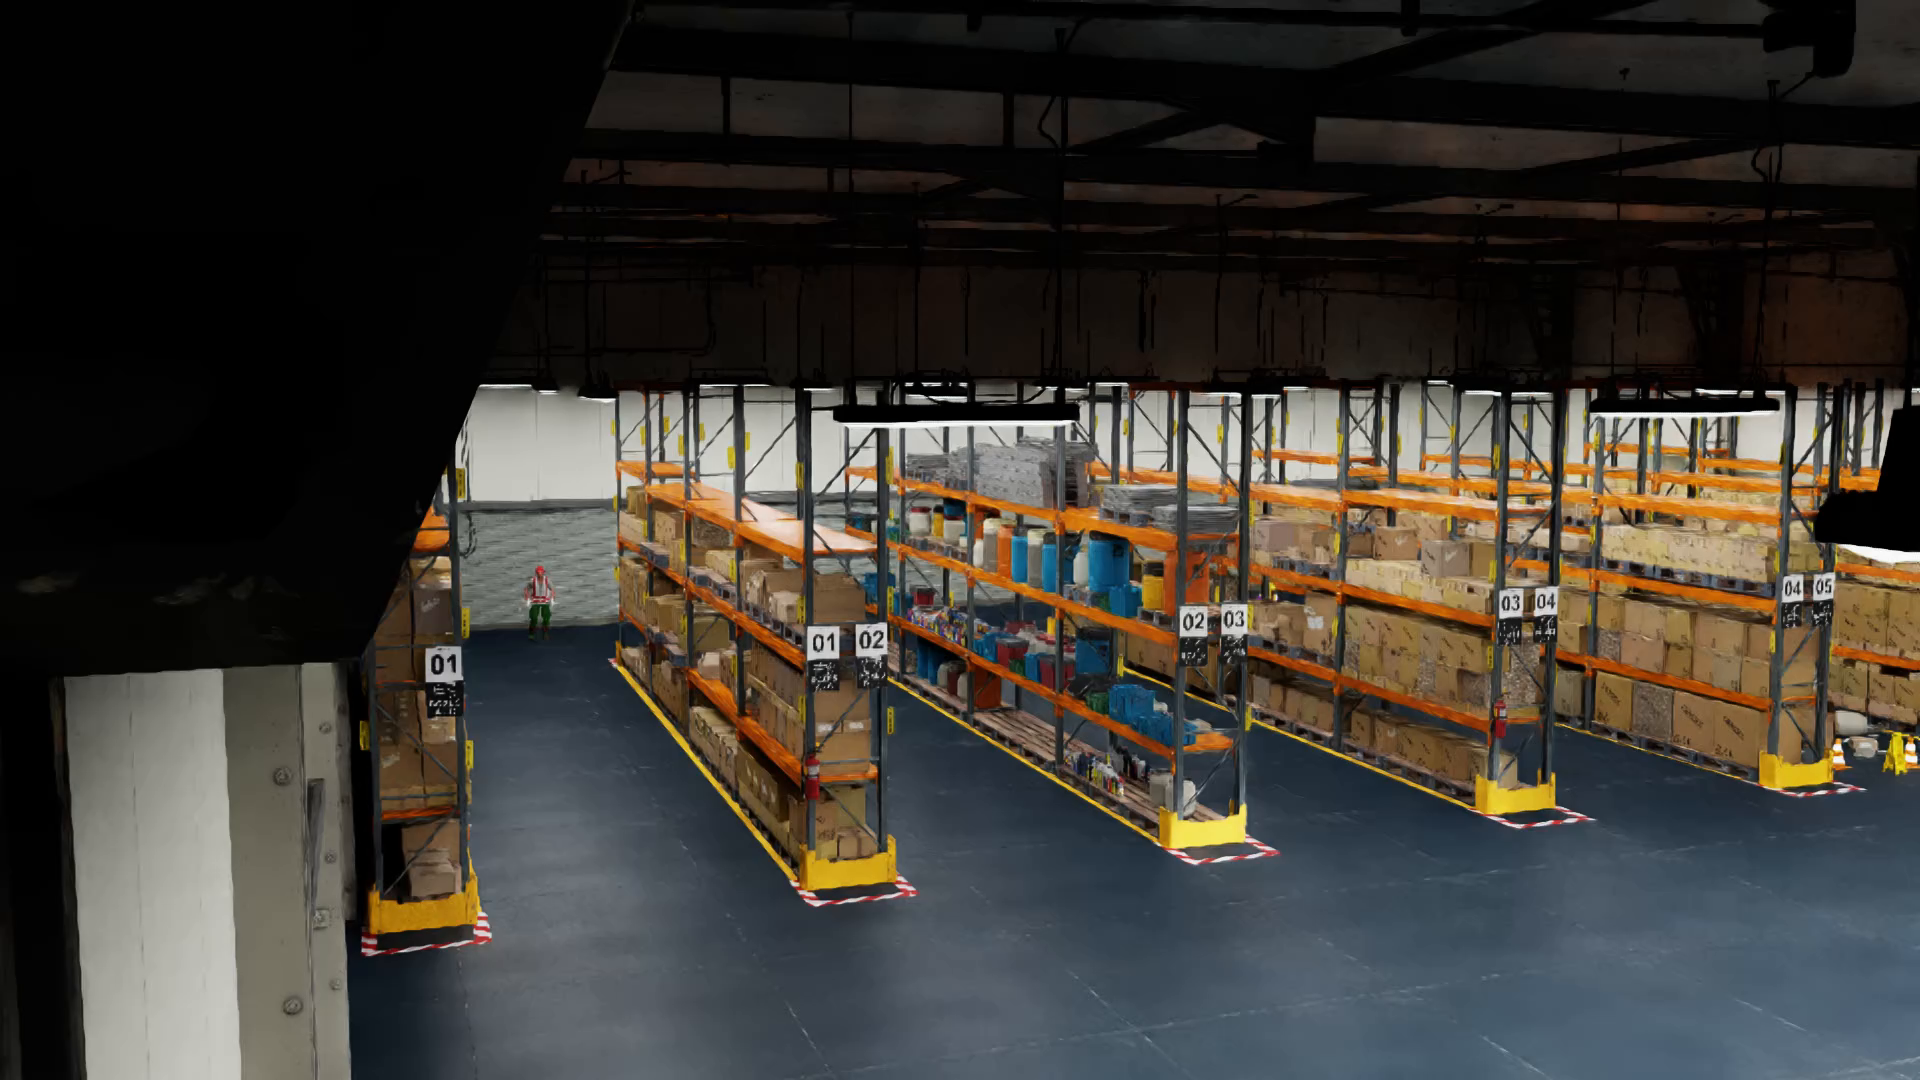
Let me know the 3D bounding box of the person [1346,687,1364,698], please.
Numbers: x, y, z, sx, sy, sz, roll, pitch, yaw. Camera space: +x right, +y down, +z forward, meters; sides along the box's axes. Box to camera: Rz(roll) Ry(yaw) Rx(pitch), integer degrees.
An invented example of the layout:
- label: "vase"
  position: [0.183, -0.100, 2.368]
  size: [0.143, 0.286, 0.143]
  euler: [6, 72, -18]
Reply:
- label: "person"
  position: [7.380, 2.245, 30.624]
  size: [0.677, 1.726, 0.574]
  euler: [-2, 6, -21]

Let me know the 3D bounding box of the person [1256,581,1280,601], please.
- label: "person"
  position: [6.605, 1.717, 35.614]
  size: [0.575, 1.689, 1.128]
  euler: [-2, 6, -21]

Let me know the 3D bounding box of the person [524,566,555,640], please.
- label: "person"
  position: [-9.636, 1.443, 38.148]
  size: [0.677, 1.742, 0.552]
  euler: [-2, 6, -20]
